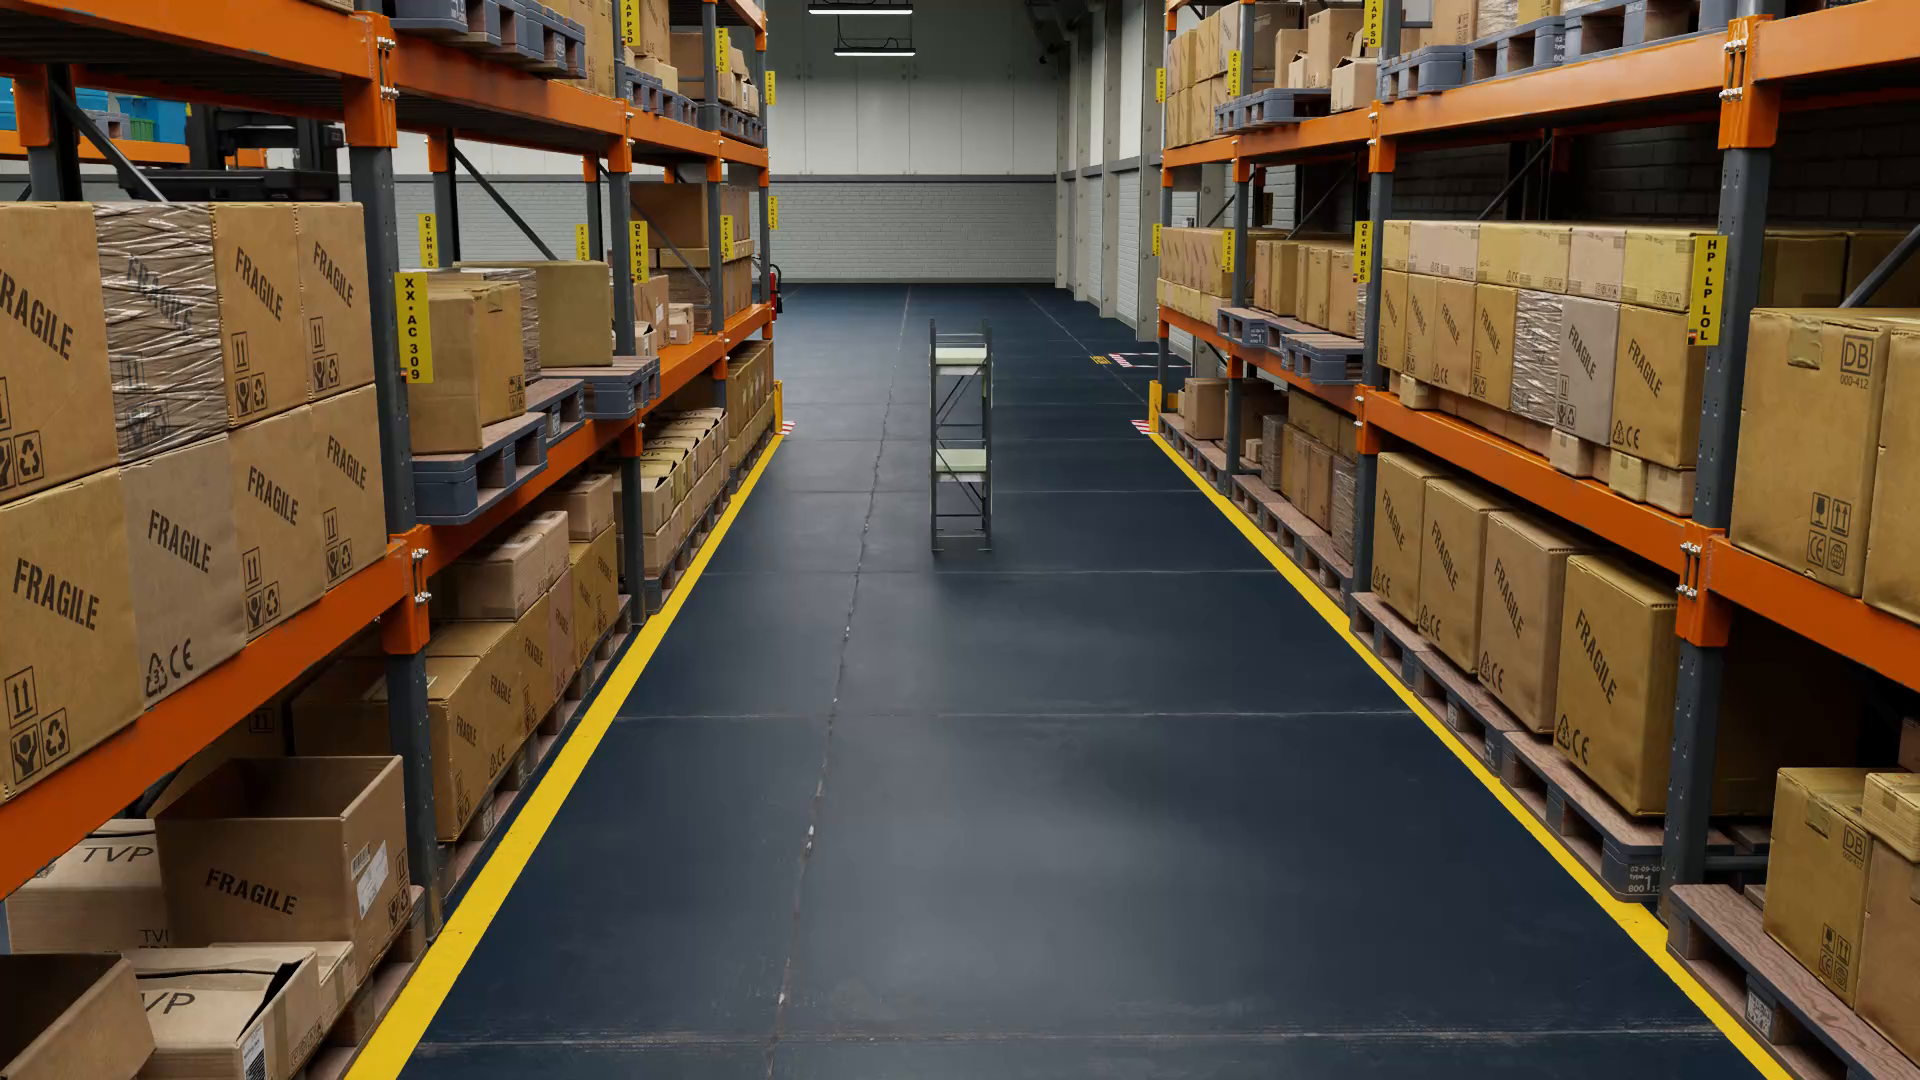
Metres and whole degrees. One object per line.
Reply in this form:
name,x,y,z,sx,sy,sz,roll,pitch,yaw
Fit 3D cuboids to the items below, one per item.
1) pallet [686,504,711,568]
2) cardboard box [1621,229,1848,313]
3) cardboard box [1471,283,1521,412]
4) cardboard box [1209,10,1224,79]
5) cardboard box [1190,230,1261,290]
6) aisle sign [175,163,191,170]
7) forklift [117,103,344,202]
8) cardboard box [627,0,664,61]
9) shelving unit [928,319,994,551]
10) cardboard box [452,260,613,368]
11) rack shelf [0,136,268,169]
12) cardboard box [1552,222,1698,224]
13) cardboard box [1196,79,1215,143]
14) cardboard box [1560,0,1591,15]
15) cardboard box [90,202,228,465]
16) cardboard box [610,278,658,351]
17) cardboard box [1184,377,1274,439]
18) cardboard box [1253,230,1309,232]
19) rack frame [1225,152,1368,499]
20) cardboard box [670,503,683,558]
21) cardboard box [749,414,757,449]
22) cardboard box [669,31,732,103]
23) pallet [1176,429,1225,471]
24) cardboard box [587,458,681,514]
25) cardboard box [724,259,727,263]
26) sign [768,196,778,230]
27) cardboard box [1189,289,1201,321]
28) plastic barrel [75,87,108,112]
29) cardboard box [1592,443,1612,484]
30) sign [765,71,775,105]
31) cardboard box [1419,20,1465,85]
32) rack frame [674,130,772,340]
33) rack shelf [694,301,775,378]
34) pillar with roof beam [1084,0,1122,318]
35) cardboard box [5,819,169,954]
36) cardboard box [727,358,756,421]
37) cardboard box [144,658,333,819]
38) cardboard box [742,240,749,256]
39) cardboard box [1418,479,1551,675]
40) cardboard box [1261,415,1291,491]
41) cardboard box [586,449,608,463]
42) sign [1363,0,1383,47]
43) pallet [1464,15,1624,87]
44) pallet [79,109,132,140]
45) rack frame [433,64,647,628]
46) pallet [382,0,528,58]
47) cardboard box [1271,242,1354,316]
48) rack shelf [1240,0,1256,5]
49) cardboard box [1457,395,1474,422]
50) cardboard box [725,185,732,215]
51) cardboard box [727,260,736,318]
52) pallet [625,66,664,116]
pallet,-2.251,-0.035,11.203,1.003,0.211,1.213,0,11,-1
cardboard box,2.519,-0.886,5.447,0.500,0.250,0.500,0,11,0
cardboard box,2.485,-0.818,6.997,0.500,0.500,0.500,0,11,0
cardboard box,2.316,-4.039,13.564,0.500,0.500,0.500,0,11,2
cardboard box,2.285,-2.408,14.327,0.500,0.500,0.500,-1,11,-3
aisle sign,-7.663,-3.854,16.474,0.394,0.787,0.004,0,11,-1
forklift,-4.588,-1.327,10.727,1.130,2.935,3.031,0,11,-2
cardboard box,-2.325,-3.525,11.283,0.500,0.500,0.500,1,12,4
shelving unit,0.000,-0.736,11.417,0.431,1.500,0.755,0,11,-1
cardboard box,-2.125,-1.126,8.259,0.700,0.500,0.500,-4,12,-20
rack shelf,-7.327,-3.287,14.481,1.077,0.370,4.000,0,11,-1
cardboard box,2.985,-1.295,7.464,0.500,0.250,0.500,-1,11,-3
cardboard box,2.315,-3.651,14.166,0.500,0.500,0.500,-1,11,-3
cardboard box,2.854,-2.343,6.659,0.700,0.500,0.500,0,11,-1
cardboard box,-1.875,-0.439,3.411,0.500,0.500,0.500,0,11,-1
cardboard box,-2.312,-1.483,11.075,0.500,0.500,0.500,0,11,-1
cardboard box,2.438,-1.201,15.115,0.700,0.500,0.500,-1,12,-5
cardboard box,2.807,-2.413,14.347,0.500,0.500,0.500,0,11,0
rack frame,2.619,-1.813,12.949,1.000,3.000,0.127,0,11,-1
cardboard box,-1.979,-0.060,10.169,0.500,0.250,0.500,-1,11,-3
cardboard box,-2.050,-0.942,14.517,0.500,0.250,0.500,0,11,-1
cardboard box,-2.080,-3.686,12.980,0.500,0.500,0.500,1,11,4
pallet,2.542,-0.822,15.082,1.003,0.211,1.213,0,11,-1
cardboard box,-1.987,-0.339,10.135,0.500,0.311,0.500,-1,11,-3
cardboard box,-2.167,-2.416,14.039,0.380,0.149,0.250,-1,11,-3
sign,-1.873,-3.270,16.623,0.100,0.325,0.005,0,11,-1
cardboard box,2.279,-2.041,14.401,0.500,0.250,0.500,0,11,-1
plastic barrel,-7.199,-3.892,13.336,0.600,0.901,0.708,0,11,-1
cardboard box,2.506,-0.277,5.960,0.380,0.149,0.250,0,11,1
sign,-1.873,-4.451,16.383,0.100,0.325,0.005,0,11,-1
cardboard box,2.917,-2.690,9.430,0.500,0.500,0.500,0,11,-1
rack frame,-2.416,-2.587,16.764,1.000,3.000,0.127,0,11,-1
rack shelf,-2.375,-1.836,14.876,1.077,0.370,4.000,0,11,-1
pillar with roof beam,-1.260,-8.973,33.153,9.100,9.000,0.548,0,11,-1
cardboard box,-2.375,0.985,4.814,0.500,0.311,0.500,0,11,-1
cardboard box,-2.051,-1.309,14.442,0.500,0.500,0.500,0,11,-1
cardboard box,-2.465,0.711,5.689,0.500,0.500,0.500,0,11,-1
cardboard box,-2.205,-2.775,15.812,0.380,0.149,0.250,0,11,-2
cardboard box,2.598,0.151,7.620,0.750,0.750,0.750,0,11,-1
cardboard box,2.651,-0.657,12.433,0.700,0.500,0.500,0,11,1
cardboard box,-2.532,-0.436,10.613,0.500,0.311,0.500,0,11,-2
sign,2.159,-2.739,8.671,0.100,0.325,0.005,0,11,-1
pallet,2.794,-2.045,7.025,1.003,0.211,1.213,0,11,1
pallet,-7.398,-3.292,13.174,1.213,0.211,1.003,0,11,-1
rack frame,-2.251,-0.996,8.926,1.000,3.000,0.127,0,11,-1
pallet,-2.111,-1.709,5.367,1.213,0.211,1.003,0,11,-1
cardboard box,2.600,-1.865,11.848,0.700,0.500,0.500,1,12,5
rack shelf,2.661,-3.806,10.504,1.077,0.370,4.000,0,11,-1
cardboard box,2.537,-0.633,7.718,0.380,0.149,0.250,0,11,0
cardboard box,-2.380,-2.864,14.616,0.700,0.500,0.500,0,11,-1
cardboard box,-2.384,-2.235,14.780,0.700,0.500,0.500,0,11,1
pallet,-2.354,-2.508,9.309,1.213,0.211,1.003,0,11,1
